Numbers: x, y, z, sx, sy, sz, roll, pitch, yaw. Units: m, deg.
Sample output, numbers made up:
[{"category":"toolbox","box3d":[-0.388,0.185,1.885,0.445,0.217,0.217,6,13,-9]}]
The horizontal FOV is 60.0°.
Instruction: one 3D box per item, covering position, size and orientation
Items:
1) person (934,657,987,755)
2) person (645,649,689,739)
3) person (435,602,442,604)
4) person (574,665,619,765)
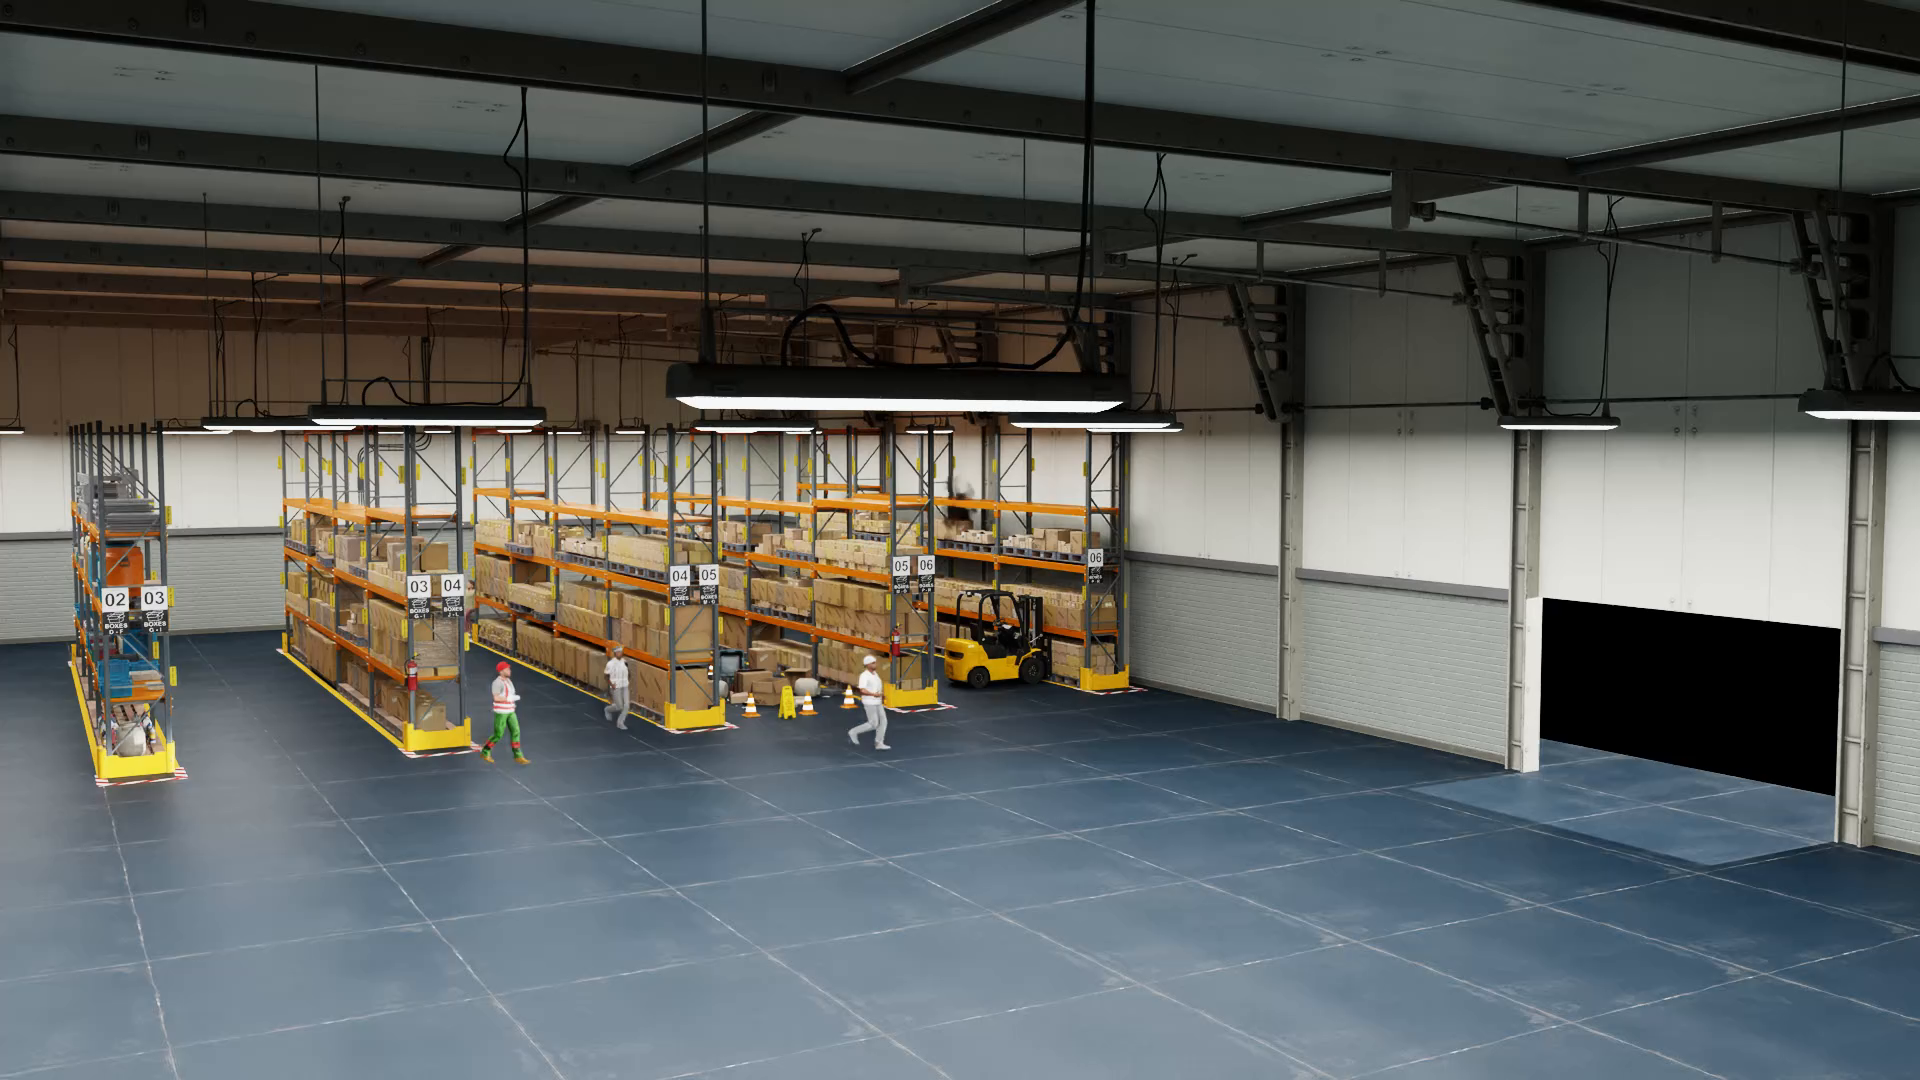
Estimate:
[{"category":"person","box3d":[0.025,2.990,30.025,0.954,1.769,0.709,1,4,17]},{"category":"person","box3d":[-5.491,2.923,31.710,0.916,1.683,0.662,2,4,24]},{"category":"person","box3d":[-14.663,2.069,46.175,0.633,1.620,0.529,1,4,21]},{"category":"person","box3d":[-6.266,3.038,28.847,0.848,1.752,0.663,1,4,14]}]
